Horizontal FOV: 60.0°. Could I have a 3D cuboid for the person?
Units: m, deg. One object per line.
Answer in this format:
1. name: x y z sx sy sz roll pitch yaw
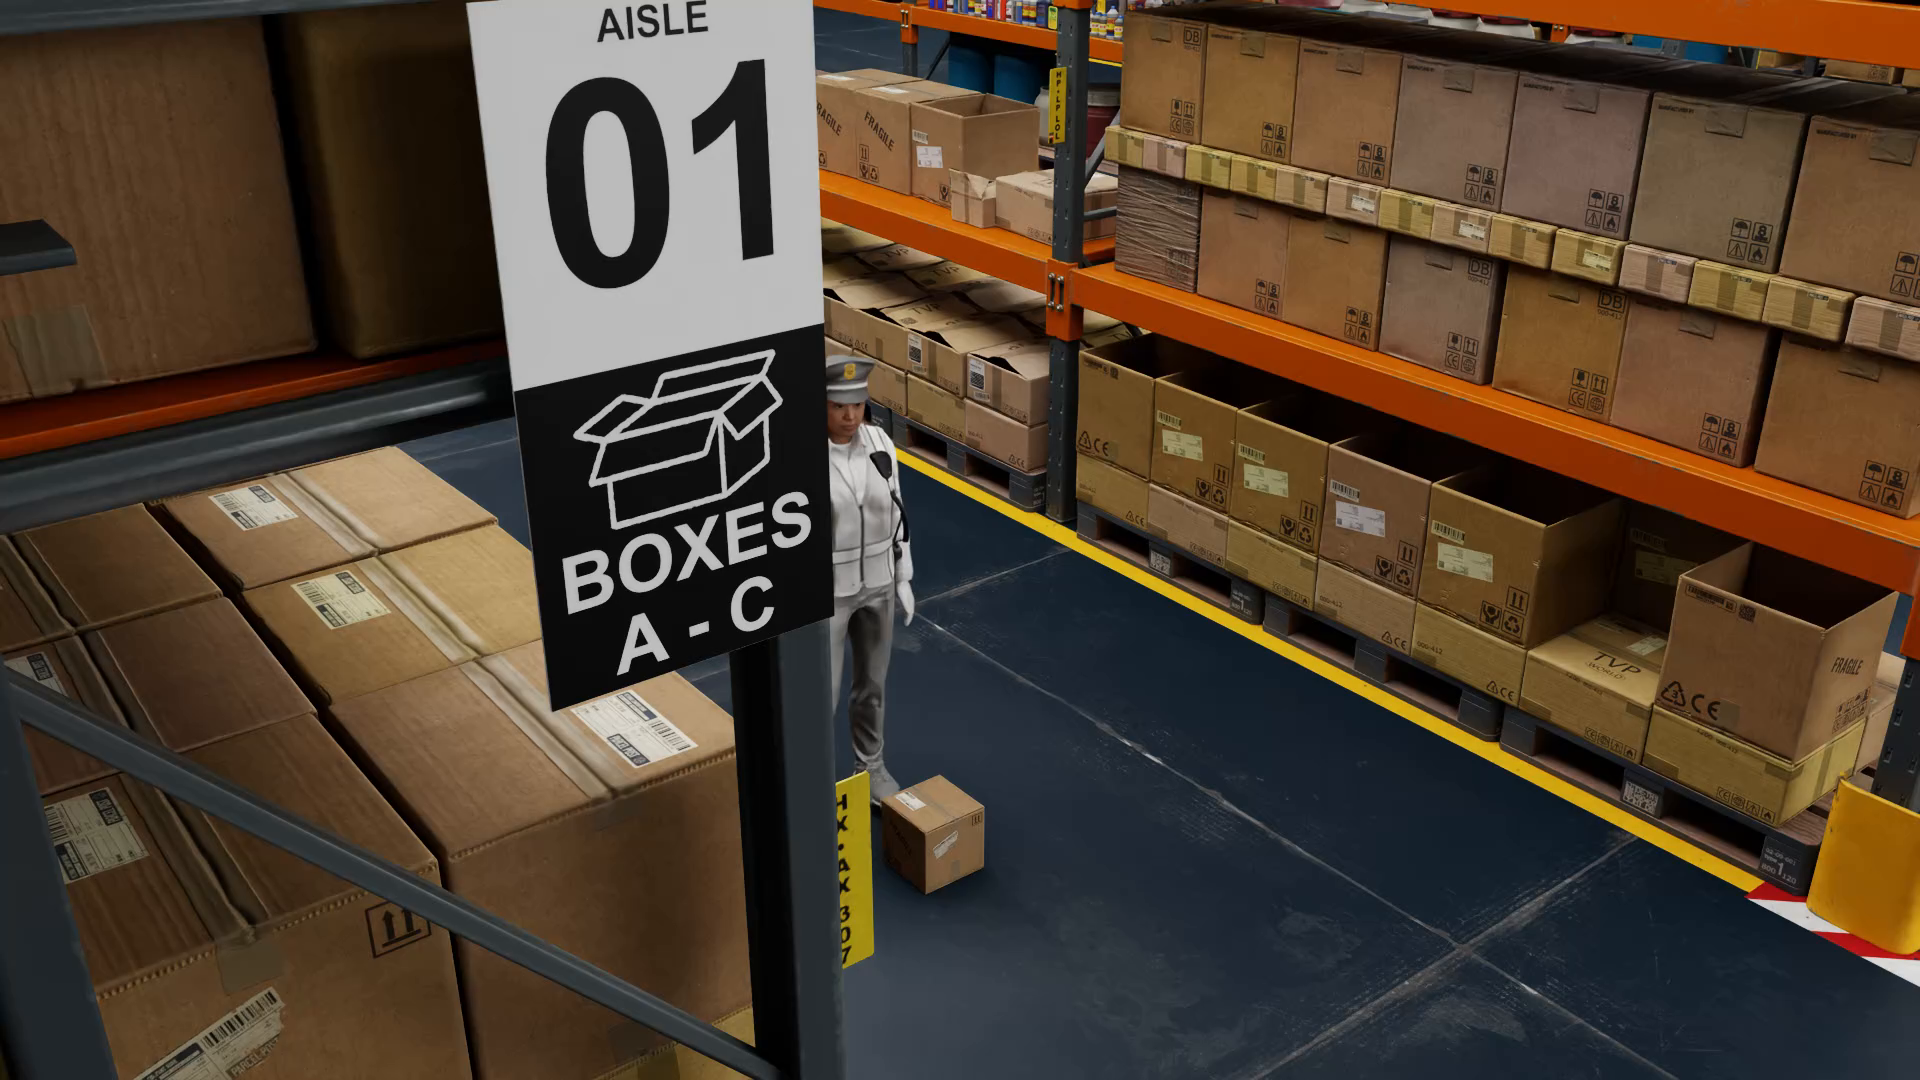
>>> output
1. person: -0.387 0.192 5.678 0.496 1.732 0.336 -15 29 -29
